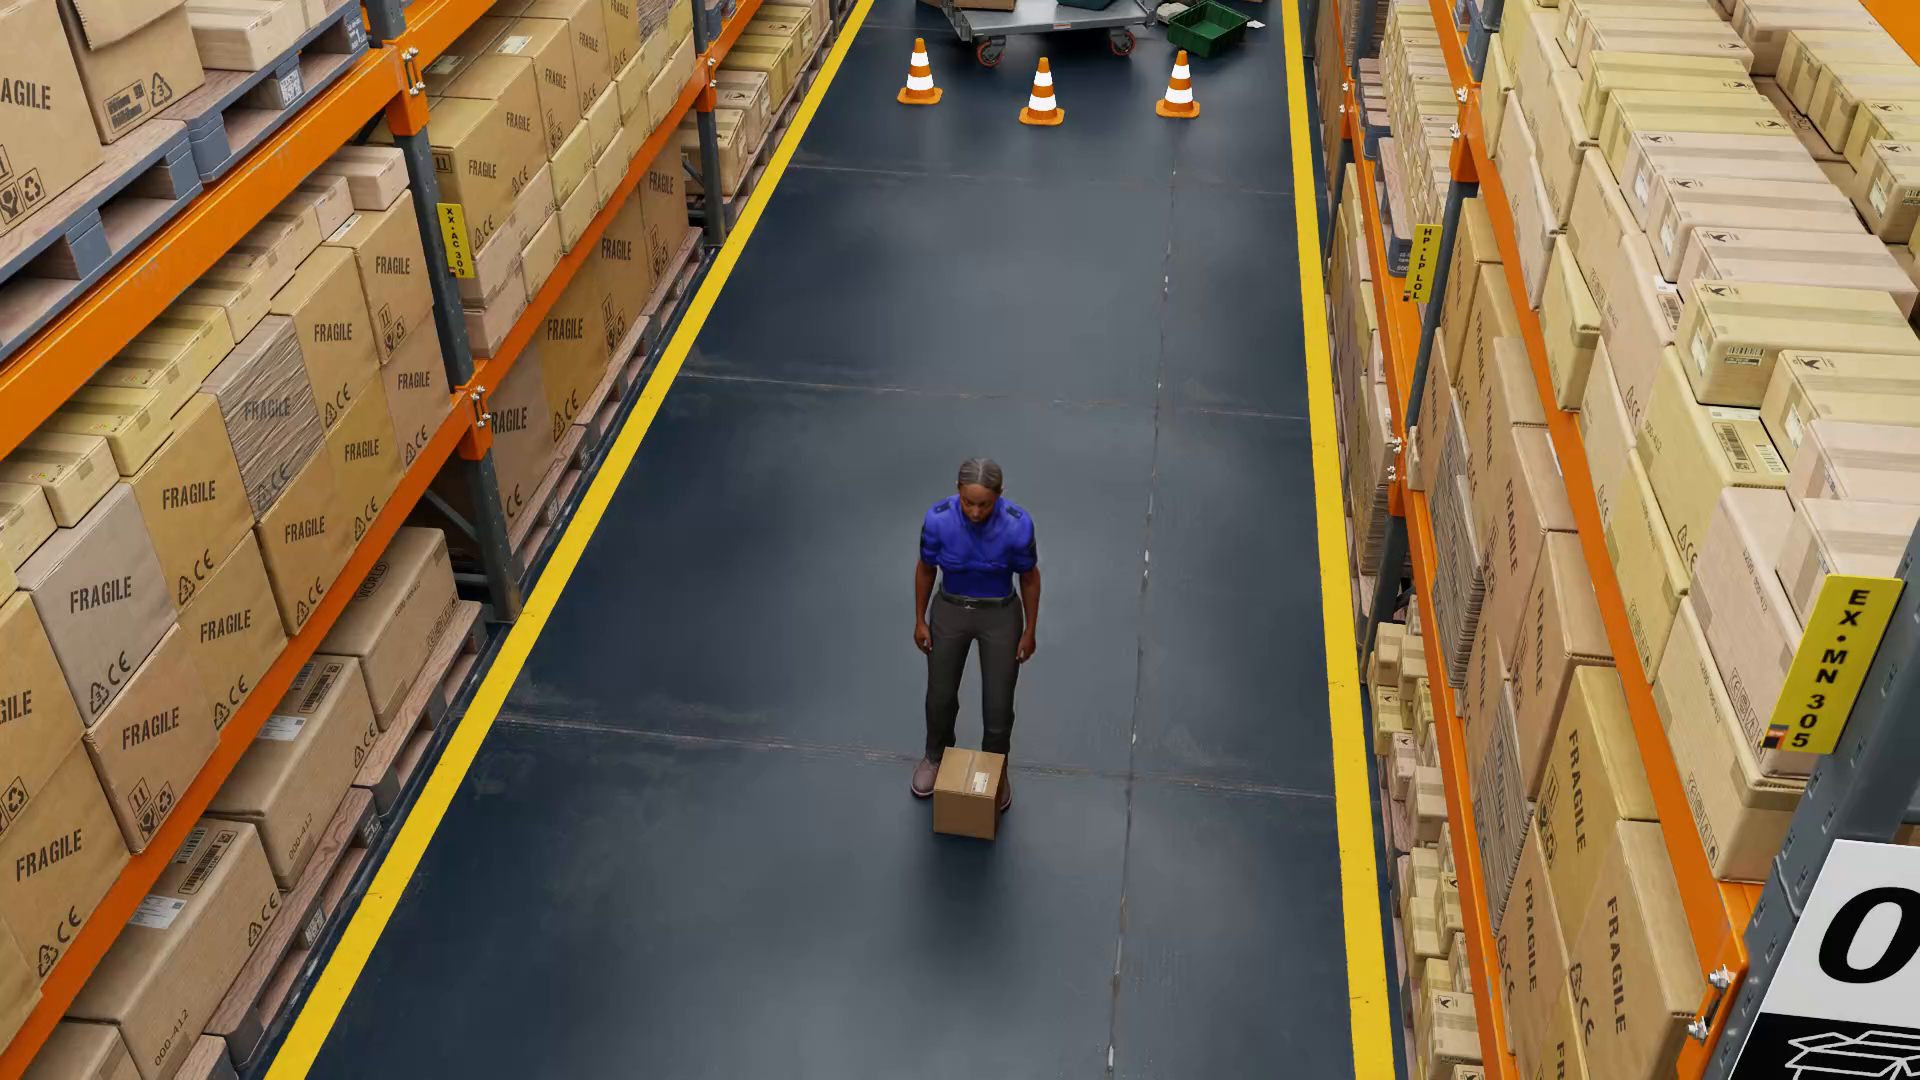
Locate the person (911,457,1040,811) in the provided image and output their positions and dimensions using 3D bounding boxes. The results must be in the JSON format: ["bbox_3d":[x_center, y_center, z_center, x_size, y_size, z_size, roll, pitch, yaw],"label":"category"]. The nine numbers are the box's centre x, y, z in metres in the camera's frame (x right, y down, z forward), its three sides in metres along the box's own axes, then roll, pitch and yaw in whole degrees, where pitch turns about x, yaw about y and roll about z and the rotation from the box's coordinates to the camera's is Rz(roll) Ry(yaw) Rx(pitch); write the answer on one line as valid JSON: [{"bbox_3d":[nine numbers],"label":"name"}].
[{"bbox_3d":[0.054,0.346,6.571,0.506,1.655,0.390,5,37,6],"label":"person"}]
